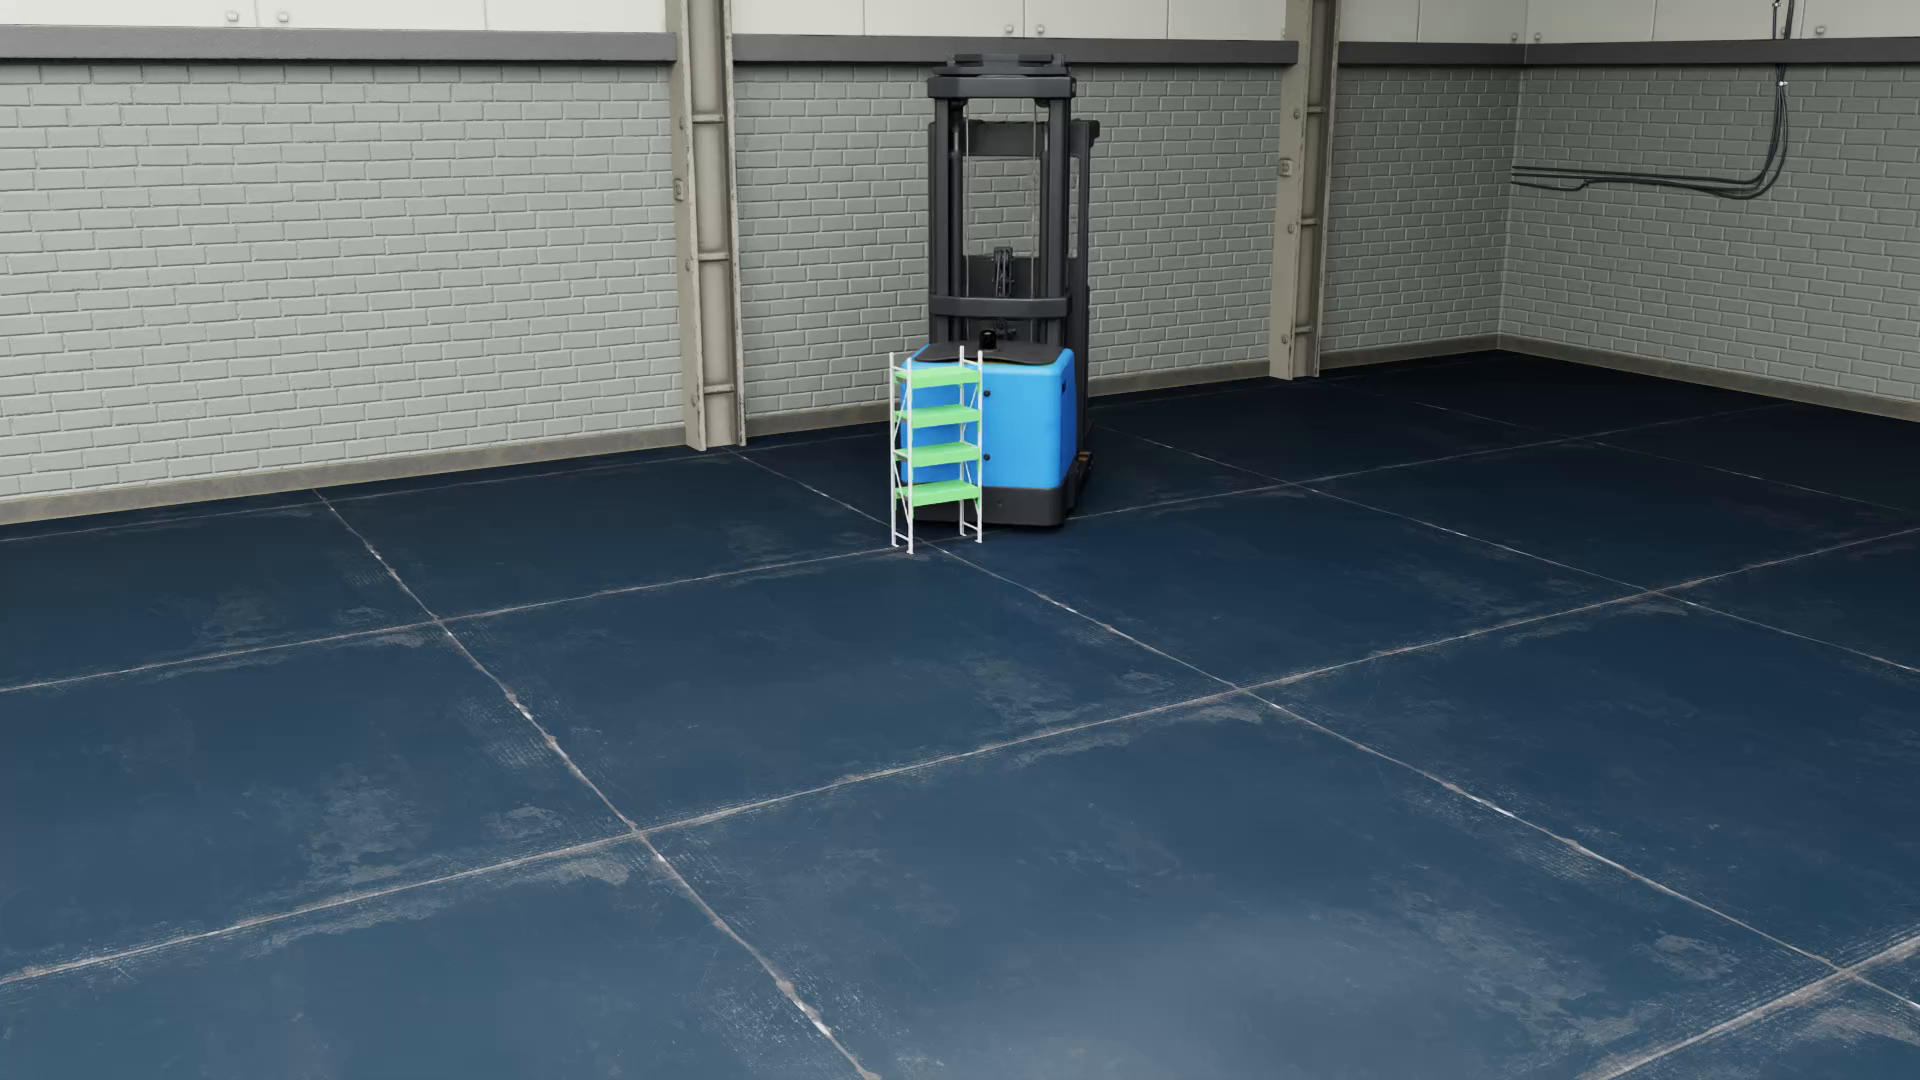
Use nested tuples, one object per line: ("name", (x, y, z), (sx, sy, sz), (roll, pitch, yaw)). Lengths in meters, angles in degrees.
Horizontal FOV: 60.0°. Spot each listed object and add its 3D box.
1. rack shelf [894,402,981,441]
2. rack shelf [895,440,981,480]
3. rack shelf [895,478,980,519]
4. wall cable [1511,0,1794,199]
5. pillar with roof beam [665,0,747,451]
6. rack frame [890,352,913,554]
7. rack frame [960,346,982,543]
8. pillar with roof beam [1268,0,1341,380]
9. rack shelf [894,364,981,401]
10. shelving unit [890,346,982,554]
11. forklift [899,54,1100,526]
("rack shelf", (-0.144, -0.722, 10.111), (0.480, 0.148, 0.258), (-9, 18, -29))
("rack shelf", (-0.144, -0.491, 10.176), (0.480, 0.148, 0.258), (-9, 18, -29))
("rack shelf", (-0.144, -0.260, 10.240), (0.480, 0.148, 0.258), (-9, 18, -29))
("wall cable", (6.426, -4.528, 15.644), (0.112, 2.526, 3.097), (-9, 18, -30))
("pillar with roof beam", (0.294, -4.090, 8.327), (0.400, 9.000, 9.100), (-9, 18, -30))
("rack frame", (-0.355, -0.519, 10.040), (0.015, 1.200, 0.240), (-9, 18, -29))
("rack frame", (0.066, -0.586, 10.277), (0.015, 1.200, 0.240), (-9, 18, -29))
("pillar with roof beam", (5.437, -4.924, 11.303), (0.400, 9.000, 9.100), (-9, 18, -30))
("rack shelf", (-0.144, -0.953, 10.046), (0.480, 0.148, 0.258), (-9, 18, -29))
("shelving unit", (-0.144, -0.553, 10.158), (0.503, 1.200, 0.258), (-9, 18, -29))
("forklift", (0.369, -1.852, 11.585), (1.130, 2.935, 3.031), (3, 16, 10))
